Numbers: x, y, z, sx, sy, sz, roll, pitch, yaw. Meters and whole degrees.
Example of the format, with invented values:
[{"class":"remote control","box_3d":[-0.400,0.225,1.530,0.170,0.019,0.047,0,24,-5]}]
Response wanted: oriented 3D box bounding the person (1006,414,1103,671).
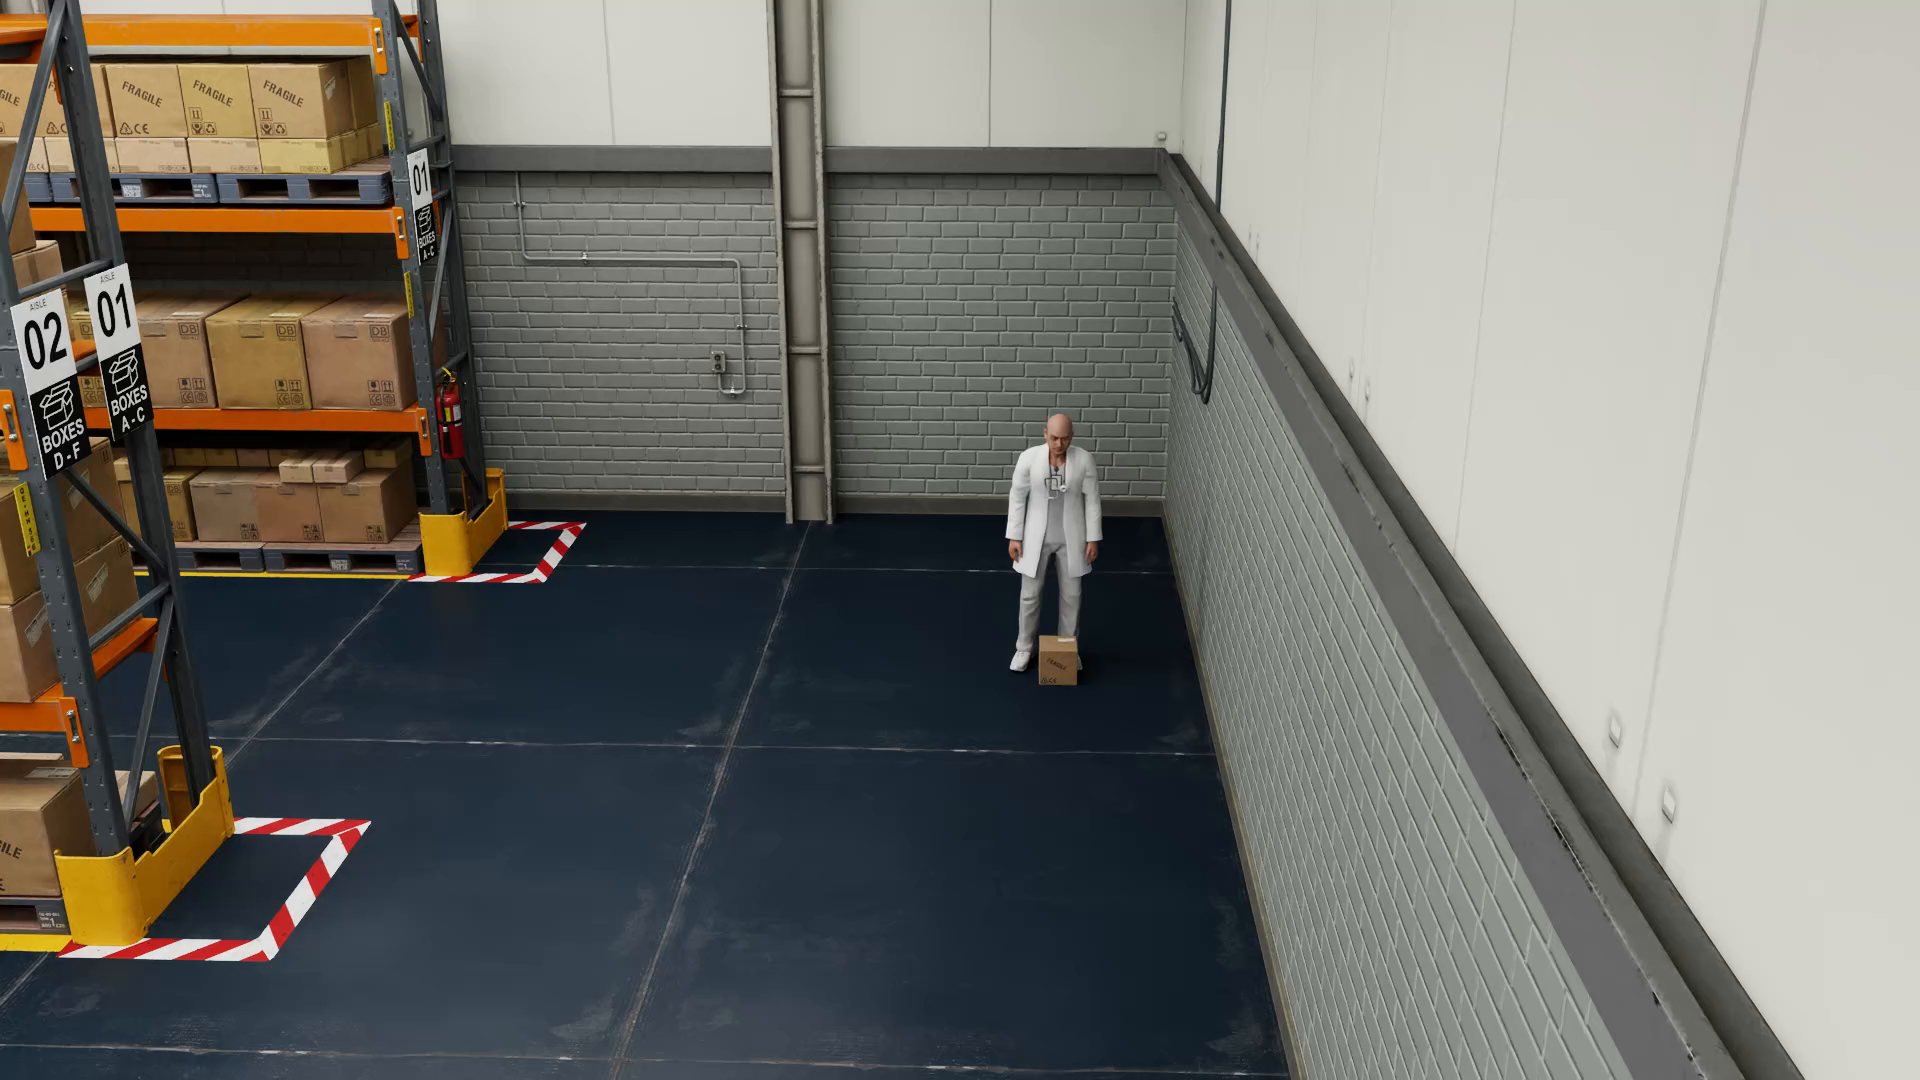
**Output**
[{"class":"person","box_3d":[0.626,0.006,11.085,0.644,1.774,0.428,1,20,2]}]
